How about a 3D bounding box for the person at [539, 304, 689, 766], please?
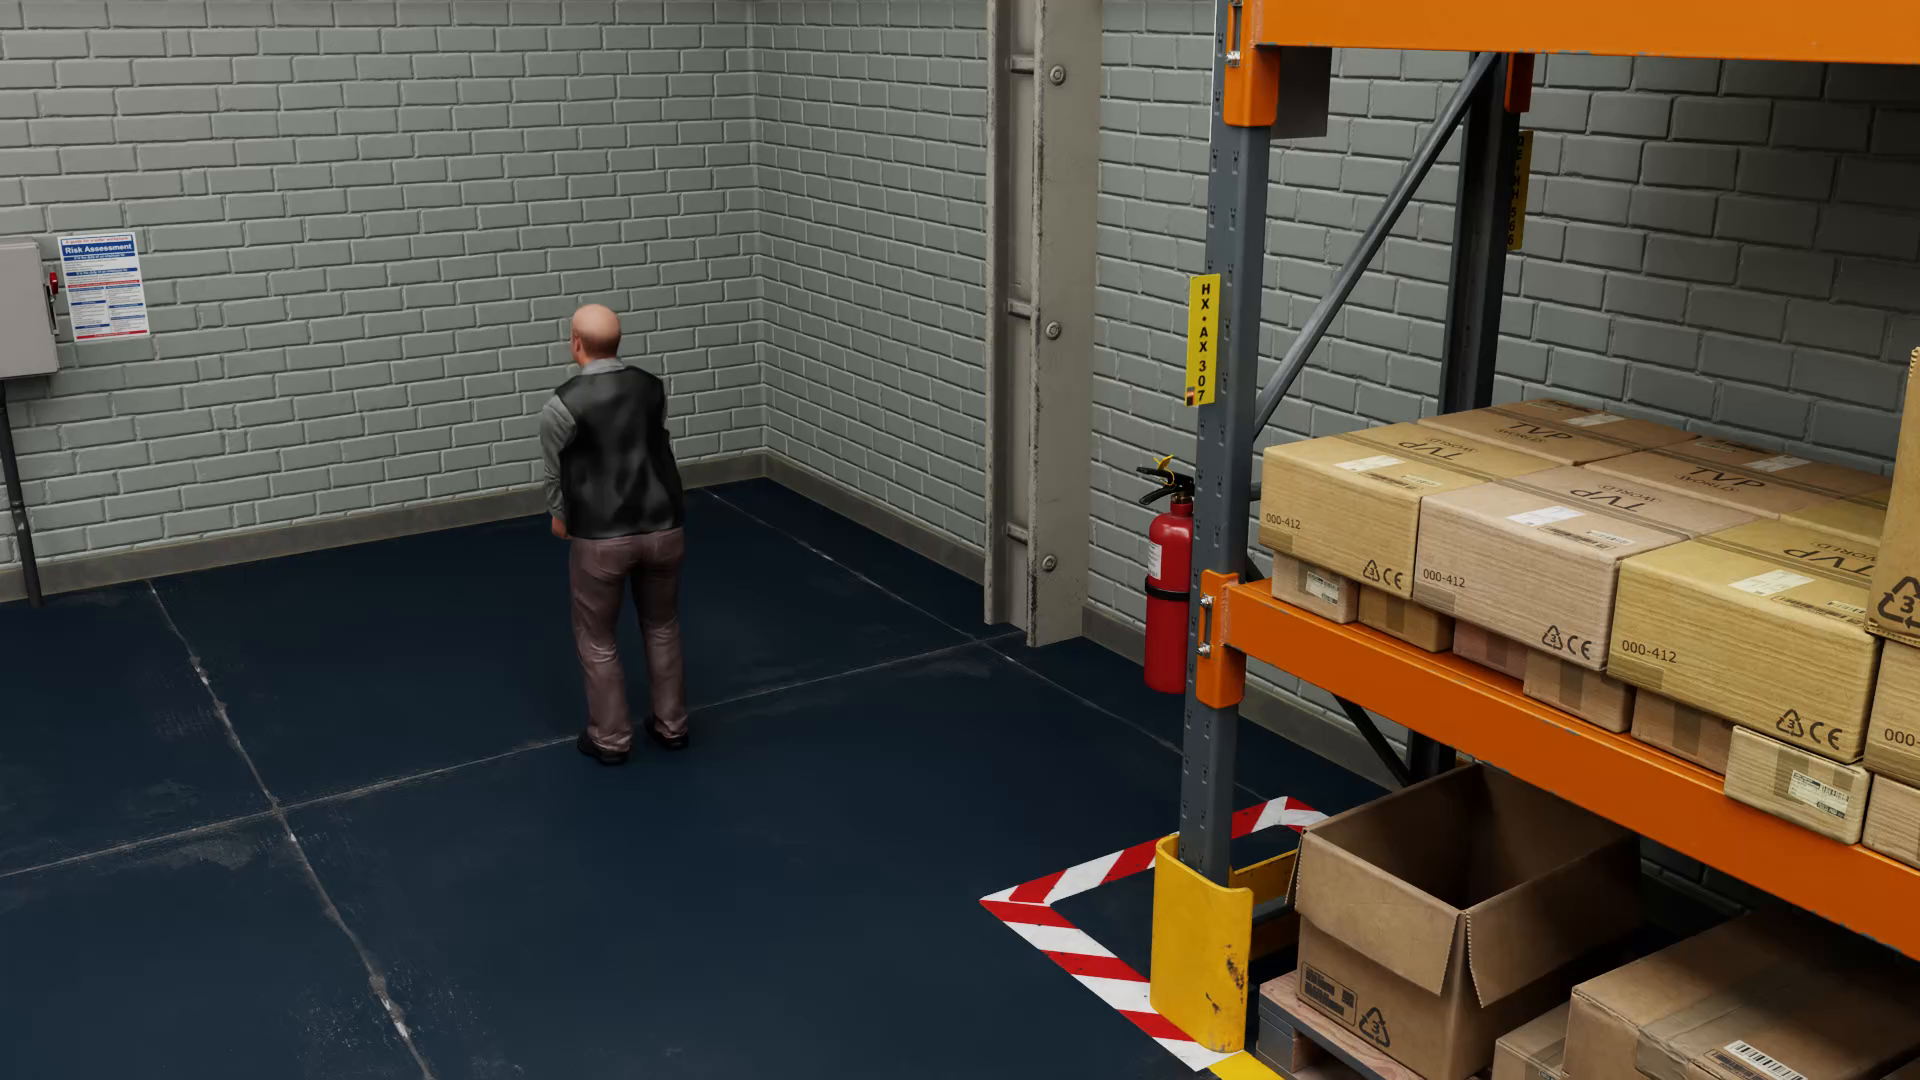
[{"bbox_3d":[-1.303,-0.030,6.215,0.489,1.711,0.574,-12,21,-32],"label":"person"}]
